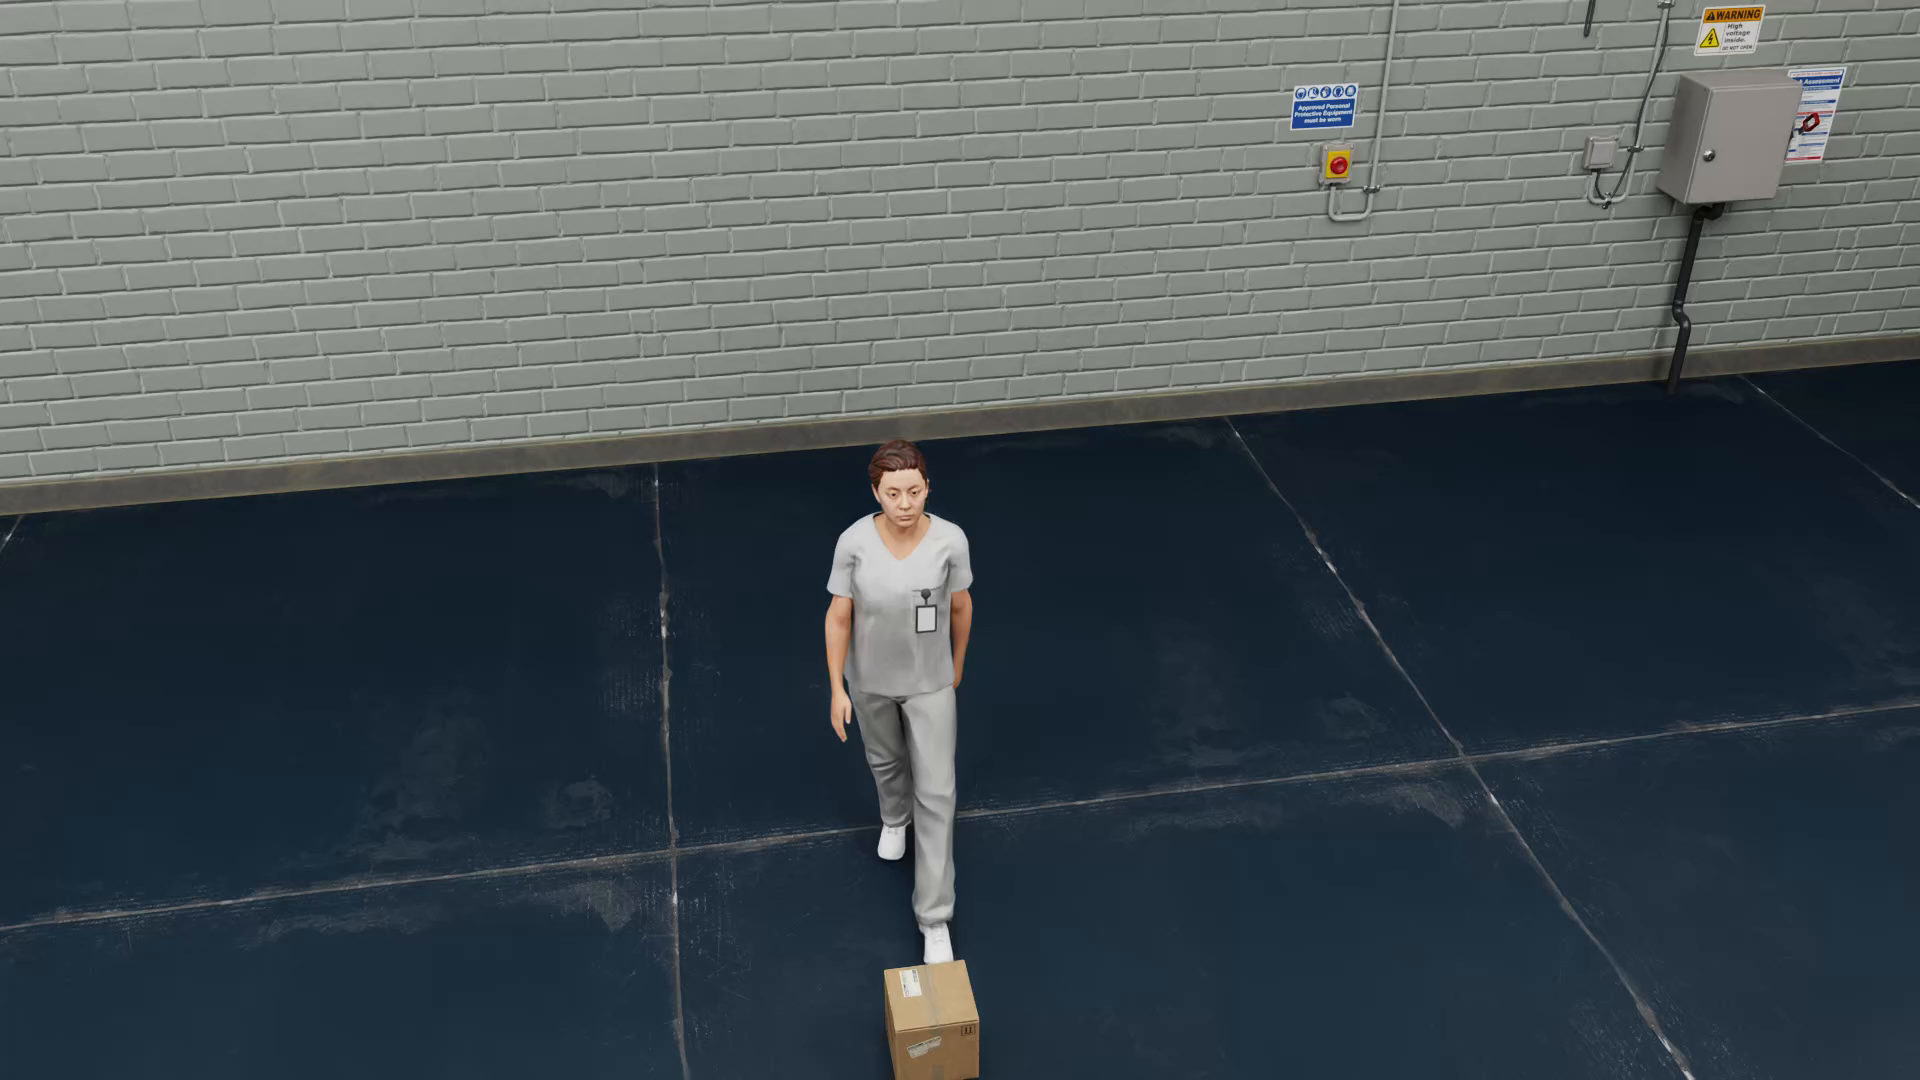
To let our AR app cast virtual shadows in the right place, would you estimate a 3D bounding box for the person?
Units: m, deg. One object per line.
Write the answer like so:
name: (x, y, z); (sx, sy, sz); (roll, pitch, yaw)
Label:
person: (-0.203, 0.497, 5.271); (0.451, 1.637, 0.854); (3, 31, 5)
